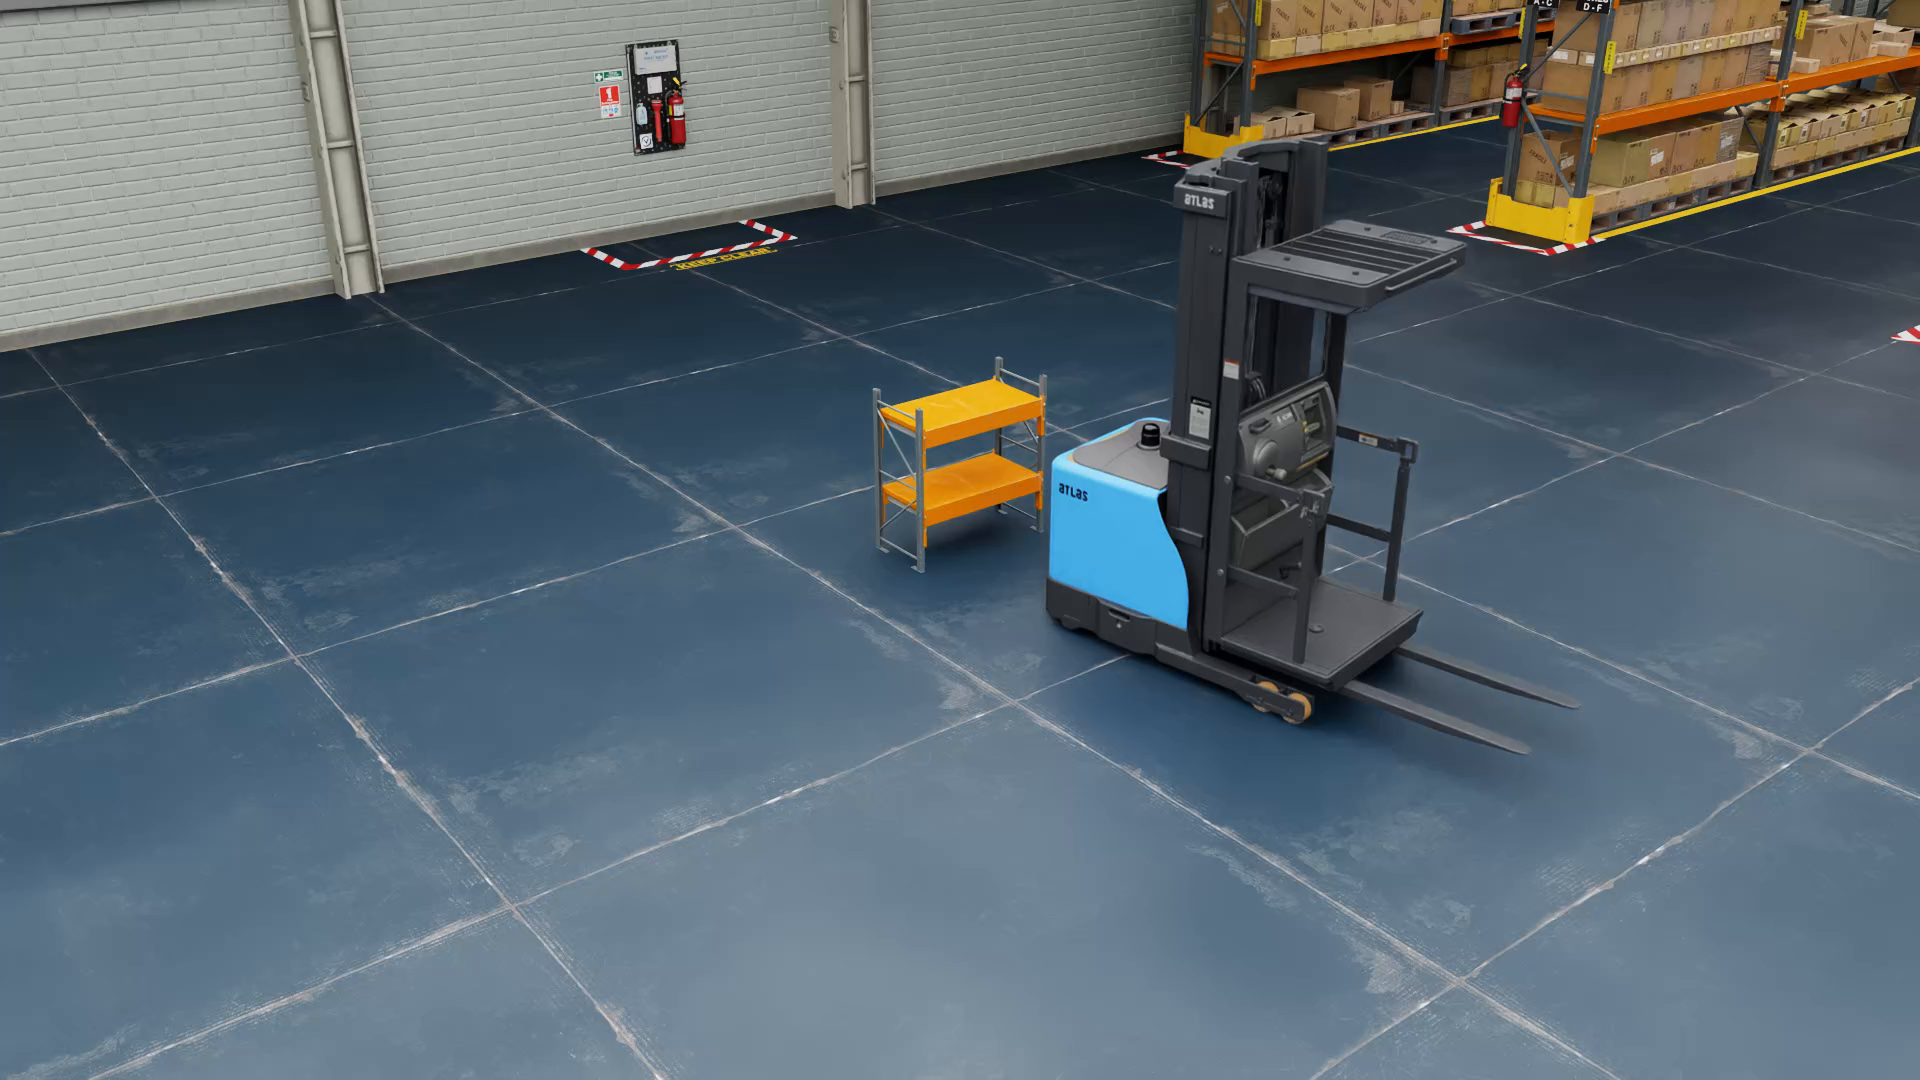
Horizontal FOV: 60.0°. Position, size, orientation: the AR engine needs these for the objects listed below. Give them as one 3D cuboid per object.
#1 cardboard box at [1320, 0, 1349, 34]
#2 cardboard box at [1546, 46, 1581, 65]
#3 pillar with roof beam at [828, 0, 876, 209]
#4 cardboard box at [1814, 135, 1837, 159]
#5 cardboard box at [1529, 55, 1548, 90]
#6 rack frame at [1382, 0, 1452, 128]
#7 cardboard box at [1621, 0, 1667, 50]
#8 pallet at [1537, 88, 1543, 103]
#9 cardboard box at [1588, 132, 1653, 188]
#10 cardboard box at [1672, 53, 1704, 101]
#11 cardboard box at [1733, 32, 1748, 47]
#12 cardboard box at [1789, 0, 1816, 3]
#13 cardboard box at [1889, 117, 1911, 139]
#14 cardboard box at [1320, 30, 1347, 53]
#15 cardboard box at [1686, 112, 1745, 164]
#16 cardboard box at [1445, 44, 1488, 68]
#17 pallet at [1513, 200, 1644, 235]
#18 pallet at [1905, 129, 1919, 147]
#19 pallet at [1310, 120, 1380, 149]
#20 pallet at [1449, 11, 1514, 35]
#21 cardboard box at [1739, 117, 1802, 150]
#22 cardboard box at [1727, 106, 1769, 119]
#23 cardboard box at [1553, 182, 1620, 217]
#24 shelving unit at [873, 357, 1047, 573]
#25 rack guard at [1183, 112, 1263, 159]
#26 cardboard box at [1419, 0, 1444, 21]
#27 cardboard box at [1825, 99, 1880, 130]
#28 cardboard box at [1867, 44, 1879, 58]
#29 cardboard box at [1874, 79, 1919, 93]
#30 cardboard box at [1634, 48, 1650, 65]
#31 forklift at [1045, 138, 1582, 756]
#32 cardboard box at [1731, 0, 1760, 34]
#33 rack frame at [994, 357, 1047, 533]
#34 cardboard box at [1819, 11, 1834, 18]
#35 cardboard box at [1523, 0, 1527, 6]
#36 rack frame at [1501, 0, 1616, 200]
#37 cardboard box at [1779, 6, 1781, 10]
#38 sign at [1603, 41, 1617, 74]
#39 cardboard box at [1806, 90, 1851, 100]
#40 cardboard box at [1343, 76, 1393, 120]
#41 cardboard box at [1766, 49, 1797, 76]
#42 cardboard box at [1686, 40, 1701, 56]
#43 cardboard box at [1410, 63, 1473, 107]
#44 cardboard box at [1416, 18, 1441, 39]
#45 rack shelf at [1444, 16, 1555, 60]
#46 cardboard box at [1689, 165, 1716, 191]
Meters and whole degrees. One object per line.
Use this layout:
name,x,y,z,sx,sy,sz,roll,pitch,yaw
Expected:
cardboard box,4.813,-7.043,22.125,0.500,0.500,0.500,-19,31,-36
cardboard box,6.689,-5.342,18.307,0.250,0.149,0.380,-19,31,-35
pillar with roof beam,1.398,-6.685,14.964,0.400,9.000,9.100,-18,31,-34
cardboard box,10.933,-5.113,21.471,0.500,0.250,0.500,-19,31,-36
cardboard box,8.730,-7.324,25.915,0.500,0.500,0.700,-18,31,-34
rack frame,6.594,-7.519,23.888,0.127,3.000,1.000,-18,31,-34
cardboard box,7.333,-5.743,18.401,0.500,0.500,0.700,-19,31,-35
pallet,9.126,-7.091,26.277,1.213,0.211,1.003,-18,31,-34
cardboard box,7.457,-4.319,18.870,0.500,0.500,0.500,-18,31,-34
cardboard box,8.098,-5.405,19.215,0.500,0.500,0.700,-17,30,-33
cardboard box,8.965,-5.876,19.458,0.250,0.149,0.380,-18,31,-34
cardboard box,15.523,-9.871,30.655,0.250,0.149,0.380,-18,30,-34
cardboard box,12.538,-5.644,22.615,0.500,0.250,0.500,-17,30,-33
cardboard box,4.830,-6.712,22.305,0.500,0.250,0.500,-19,31,-35
cardboard box,9.023,-4.843,20.000,0.500,0.500,0.500,-18,31,-34
cardboard box,7.507,-7.237,24.836,0.500,0.250,0.500,-19,31,-35
pallet,7.082,-3.788,19.160,1.213,0.211,1.003,-18,31,-34
pallet,13.412,-5.834,23.571,1.213,0.211,1.003,-18,31,-34
pallet,5.126,-5.749,23.387,1.213,0.211,1.003,-18,31,-34
pallet,7.285,-7.582,24.252,1.213,0.211,1.003,-18,31,-34
cardboard box,10.132,-5.101,20.780,0.500,0.311,0.500,-18,30,-34
cardboard box,10.201,-5.414,21.453,0.500,0.311,0.500,-17,30,-33
cardboard box,7.065,-3.849,18.747,0.500,0.250,0.500,-18,31,-34
shelving unit,0.005,-0.512,11.017,1.048,1.125,0.538,-18,31,-34
rack guard,3.506,-5.366,22.218,0.348,0.500,1.175,-18,31,-34
cardboard box,6.413,-7.575,23.272,0.500,0.500,0.500,-18,31,-34
cardboard box,11.737,-5.631,21.920,0.500,0.311,0.500,-18,31,-34
cardboard box,11.832,-6.454,21.892,0.250,0.149,0.380,-16,29,-30
cardboard box,13.392,-6.304,23.718,0.500,0.500,0.500,-17,30,-32
cardboard box,7.351,-5.344,18.312,0.250,0.149,0.380,-18,30,-34
forklift,1.956,-0.573,9.004,3.031,2.935,1.130,21,32,37
cardboard box,8.911,-6.264,19.523,0.500,0.500,0.700,-18,31,-34
rack frame,0.405,-0.644,11.302,0.032,1.125,0.500,-18,31,-34
cardboard box,15.548,-9.478,30.579,0.500,0.500,0.700,-18,31,-34
cardboard box,8.411,-8.346,25.030,0.500,0.500,0.700,-18,31,-34
rack frame,6.506,-4.840,18.115,0.127,3.000,1.000,-18,31,-34
cardboard box,14.526,-9.541,29.944,0.250,0.149,0.380,-18,30,-34
sign,6.844,-5.083,17.517,0.005,0.325,0.100,-18,31,-34
cardboard box,11.800,-5.938,22.582,0.500,0.311,0.500,-19,31,-35
cardboard box,5.802,-6.302,23.712,0.500,0.500,0.500,-21,32,-38
cardboard box,10.014,-5.953,20.692,0.500,0.250,0.500,-16,29,-31
cardboard box,8.158,-5.609,18.883,0.250,0.149,0.380,-18,30,-34
cardboard box,7.163,-6.781,24.745,0.500,0.500,0.700,-17,30,-32
cardboard box,6.408,-7.237,23.434,0.500,0.250,0.500,-18,30,-34
rack shelf,8.168,-7.712,25.159,4.000,0.370,1.077,-18,31,-34
cardboard box,8.639,-4.368,19.866,0.500,0.250,0.500,-18,31,-34
